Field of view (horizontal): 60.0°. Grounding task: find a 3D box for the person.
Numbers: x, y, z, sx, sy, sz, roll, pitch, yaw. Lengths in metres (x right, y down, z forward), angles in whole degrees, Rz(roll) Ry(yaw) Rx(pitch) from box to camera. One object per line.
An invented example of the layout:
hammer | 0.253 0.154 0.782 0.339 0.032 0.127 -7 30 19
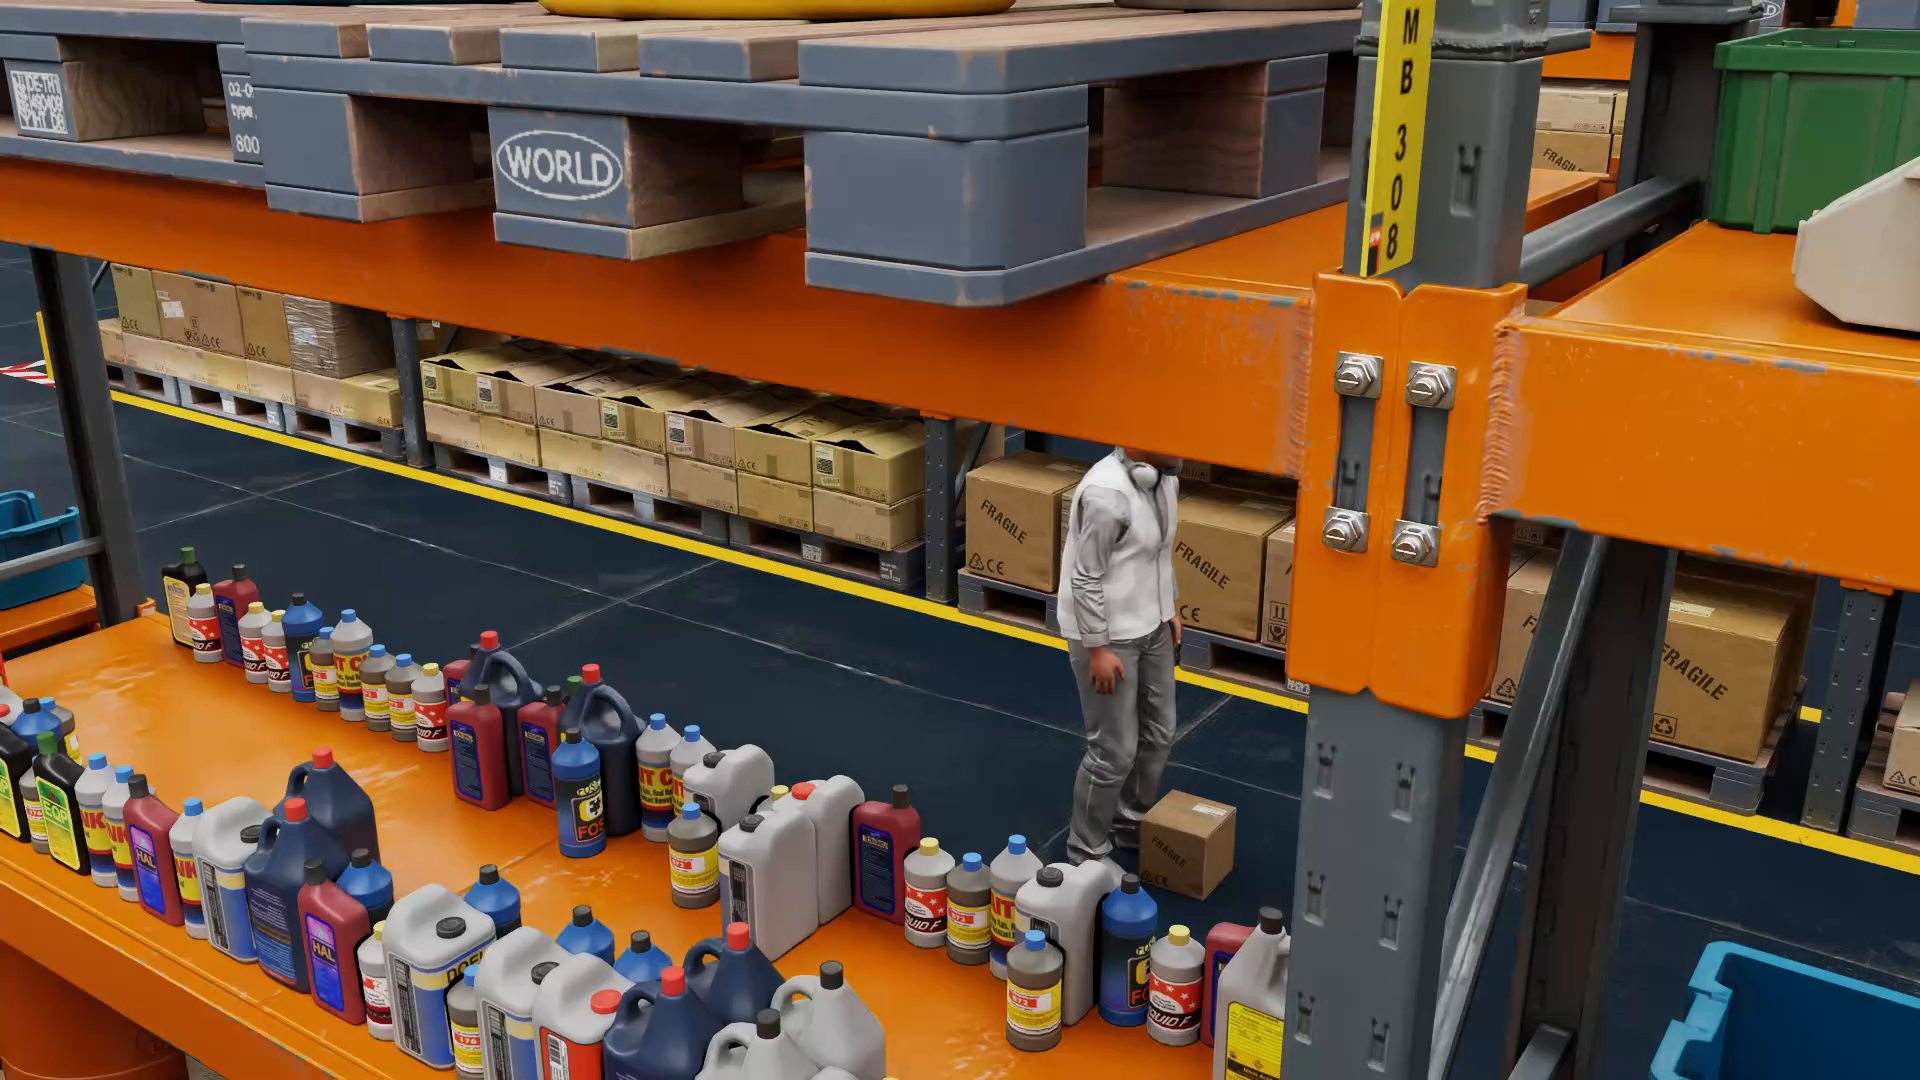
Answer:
person | 0.576 0.302 5.686 0.461 1.772 0.580 13 23 32
